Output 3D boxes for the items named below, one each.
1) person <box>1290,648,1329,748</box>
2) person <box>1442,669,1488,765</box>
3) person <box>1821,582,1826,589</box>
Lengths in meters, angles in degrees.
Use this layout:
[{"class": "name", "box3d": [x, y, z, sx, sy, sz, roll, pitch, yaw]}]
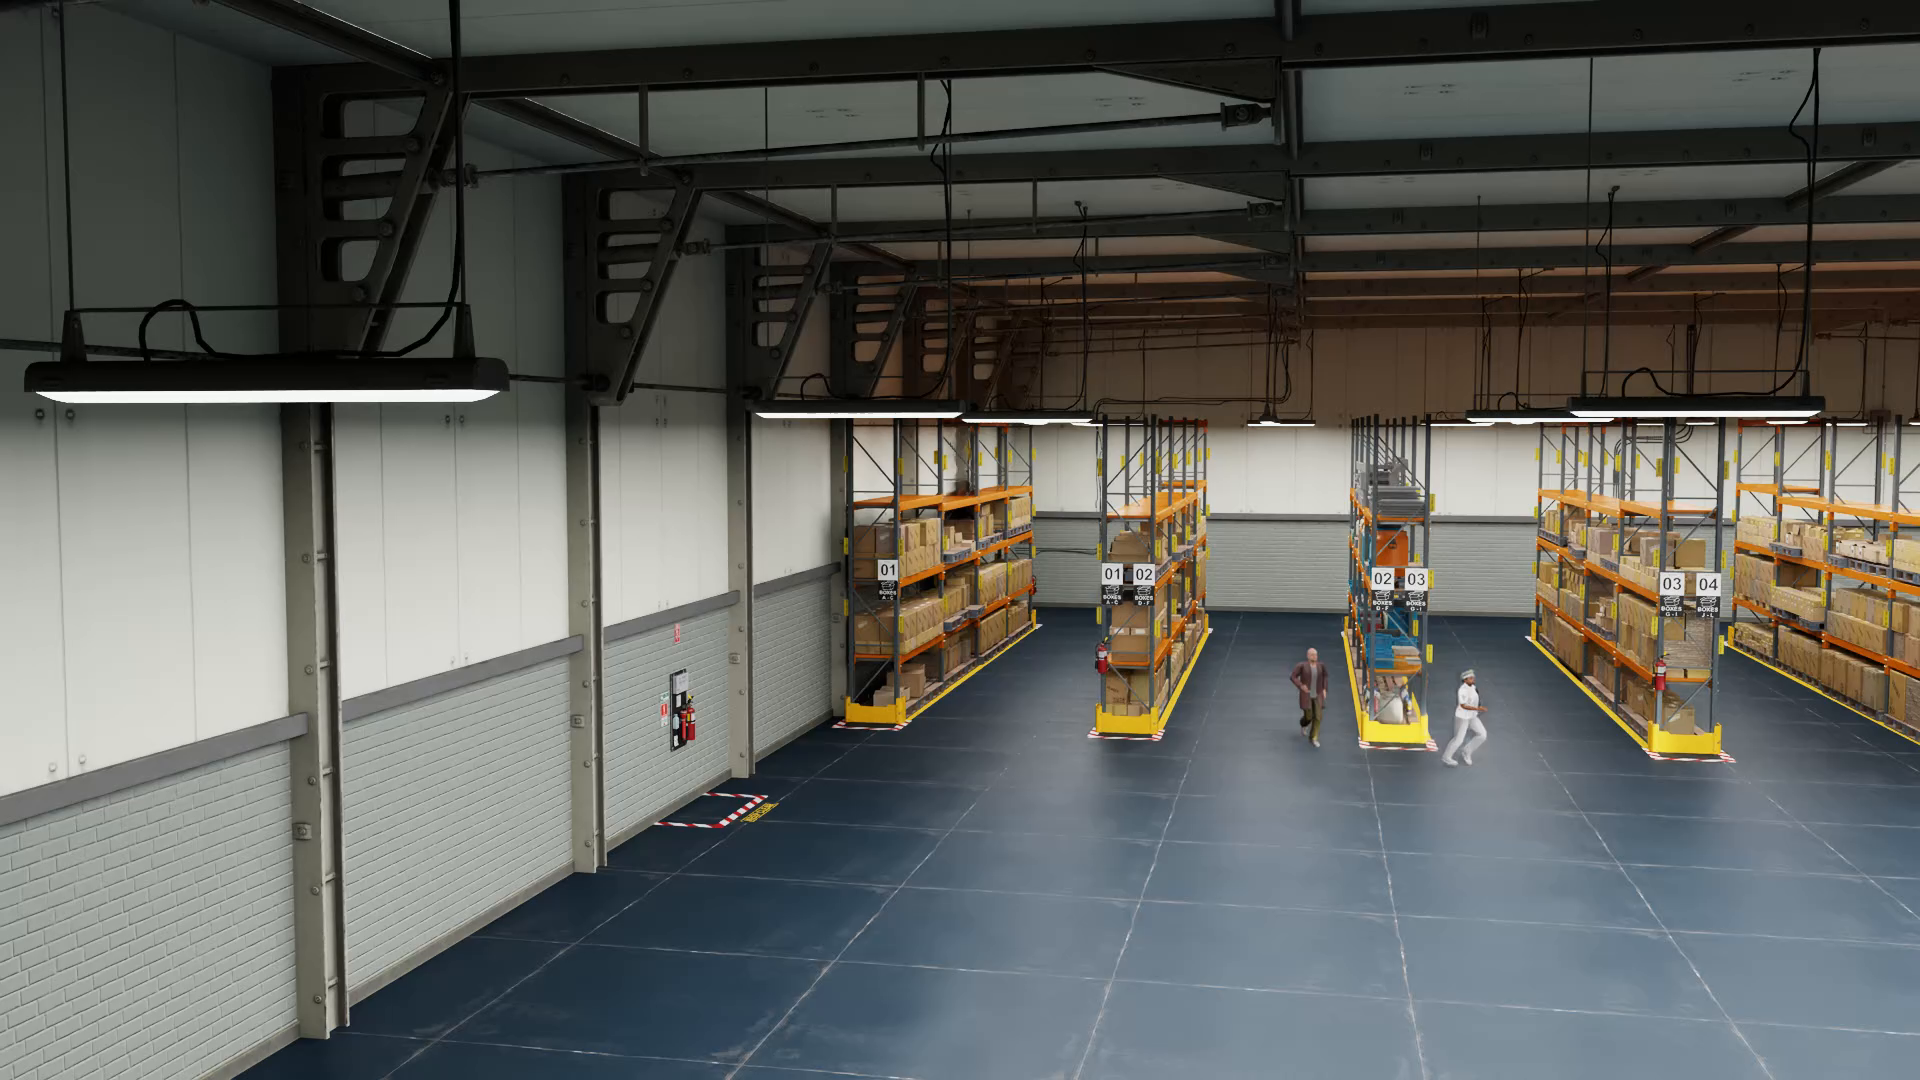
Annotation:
[{"class": "person", "box3d": [6.383, 2.848, 30.277, 0.748, 1.768, 0.797, 0, 4, -6]}, {"class": "person", "box3d": [8.600, 2.995, 28.156, 0.587, 1.652, 0.820, -3, 5, -40]}, {"class": "person", "box3d": [22.393, 1.974, 43.056, 0.690, 1.774, 0.863, 0, 4, 0]}]
